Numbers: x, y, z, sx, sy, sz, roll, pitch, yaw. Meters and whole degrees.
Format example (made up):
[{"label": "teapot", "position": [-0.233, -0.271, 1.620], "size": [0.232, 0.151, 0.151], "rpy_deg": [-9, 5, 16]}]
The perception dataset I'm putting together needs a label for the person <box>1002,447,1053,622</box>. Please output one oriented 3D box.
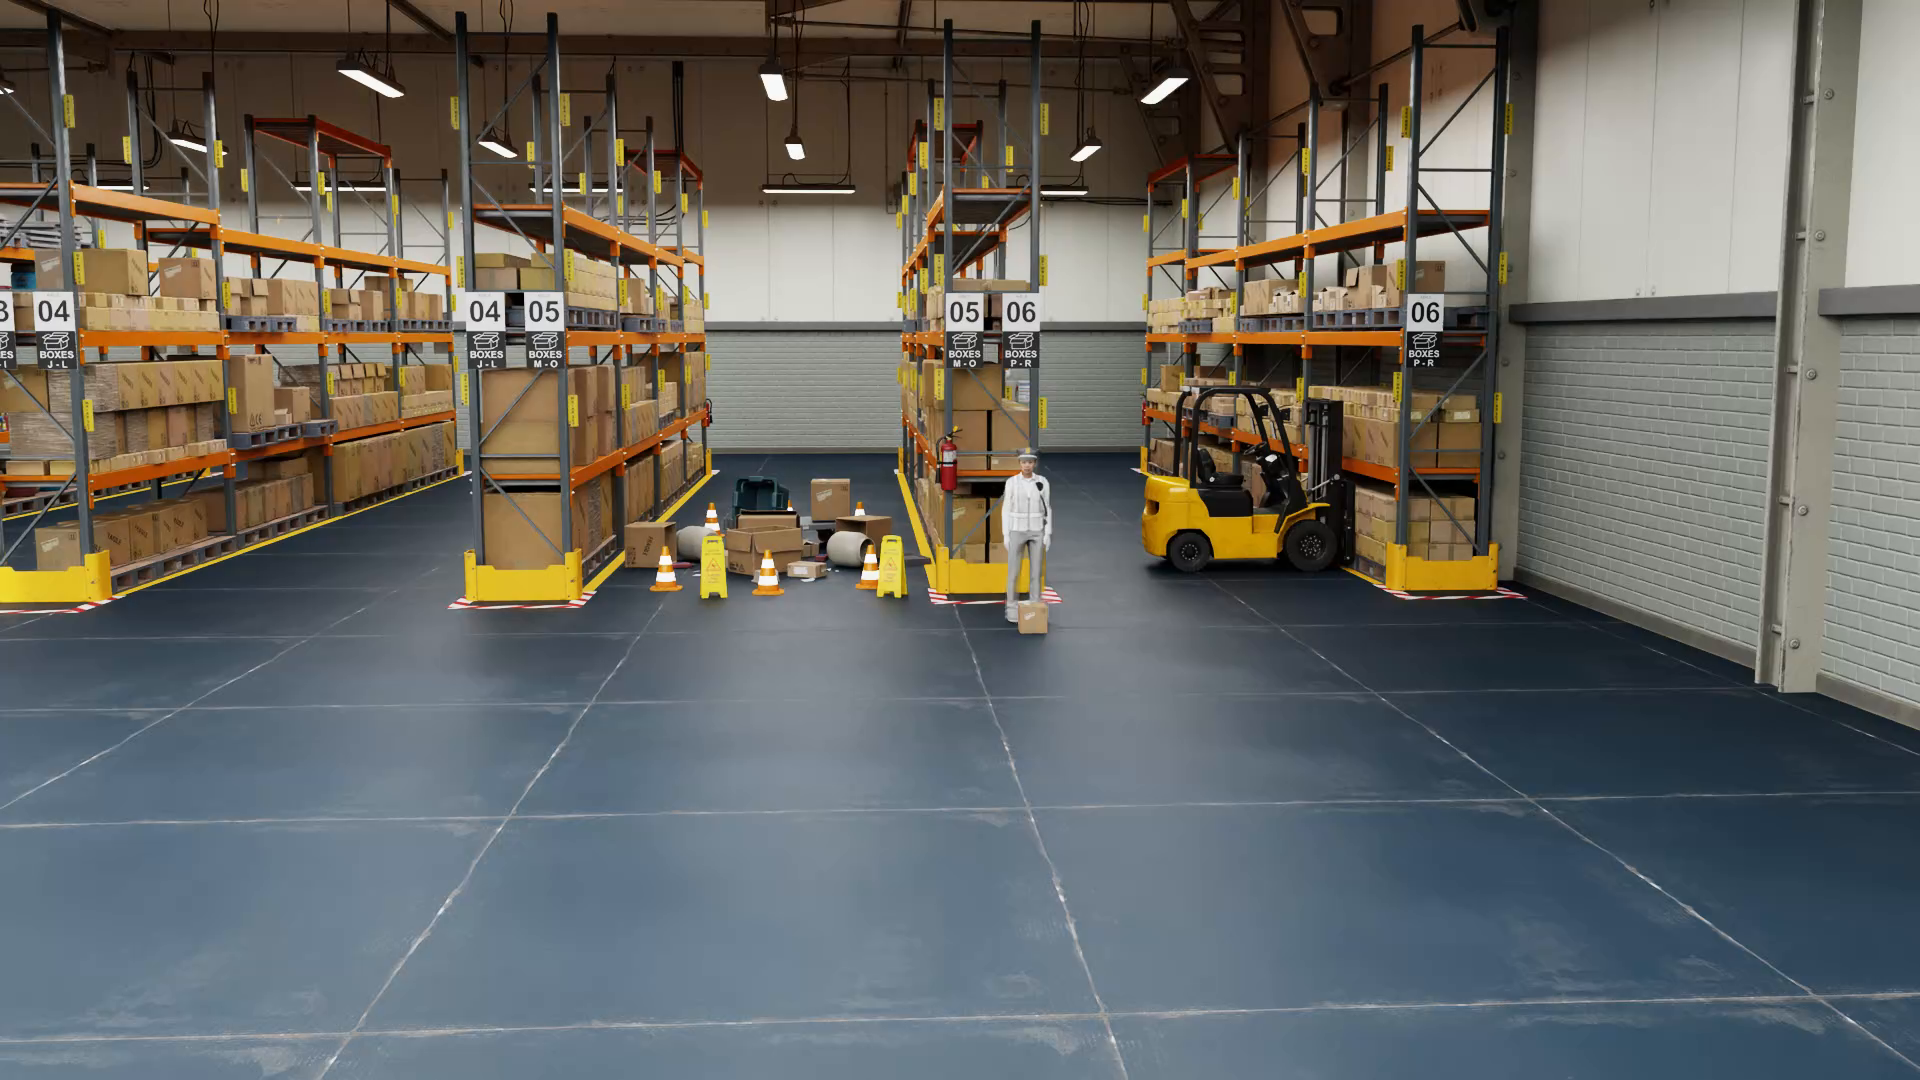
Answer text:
[{"label": "person", "position": [0.648, -0.058, 15.974], "size": [0.486, 1.686, 0.334], "rpy_deg": [0, 7, -3]}]
